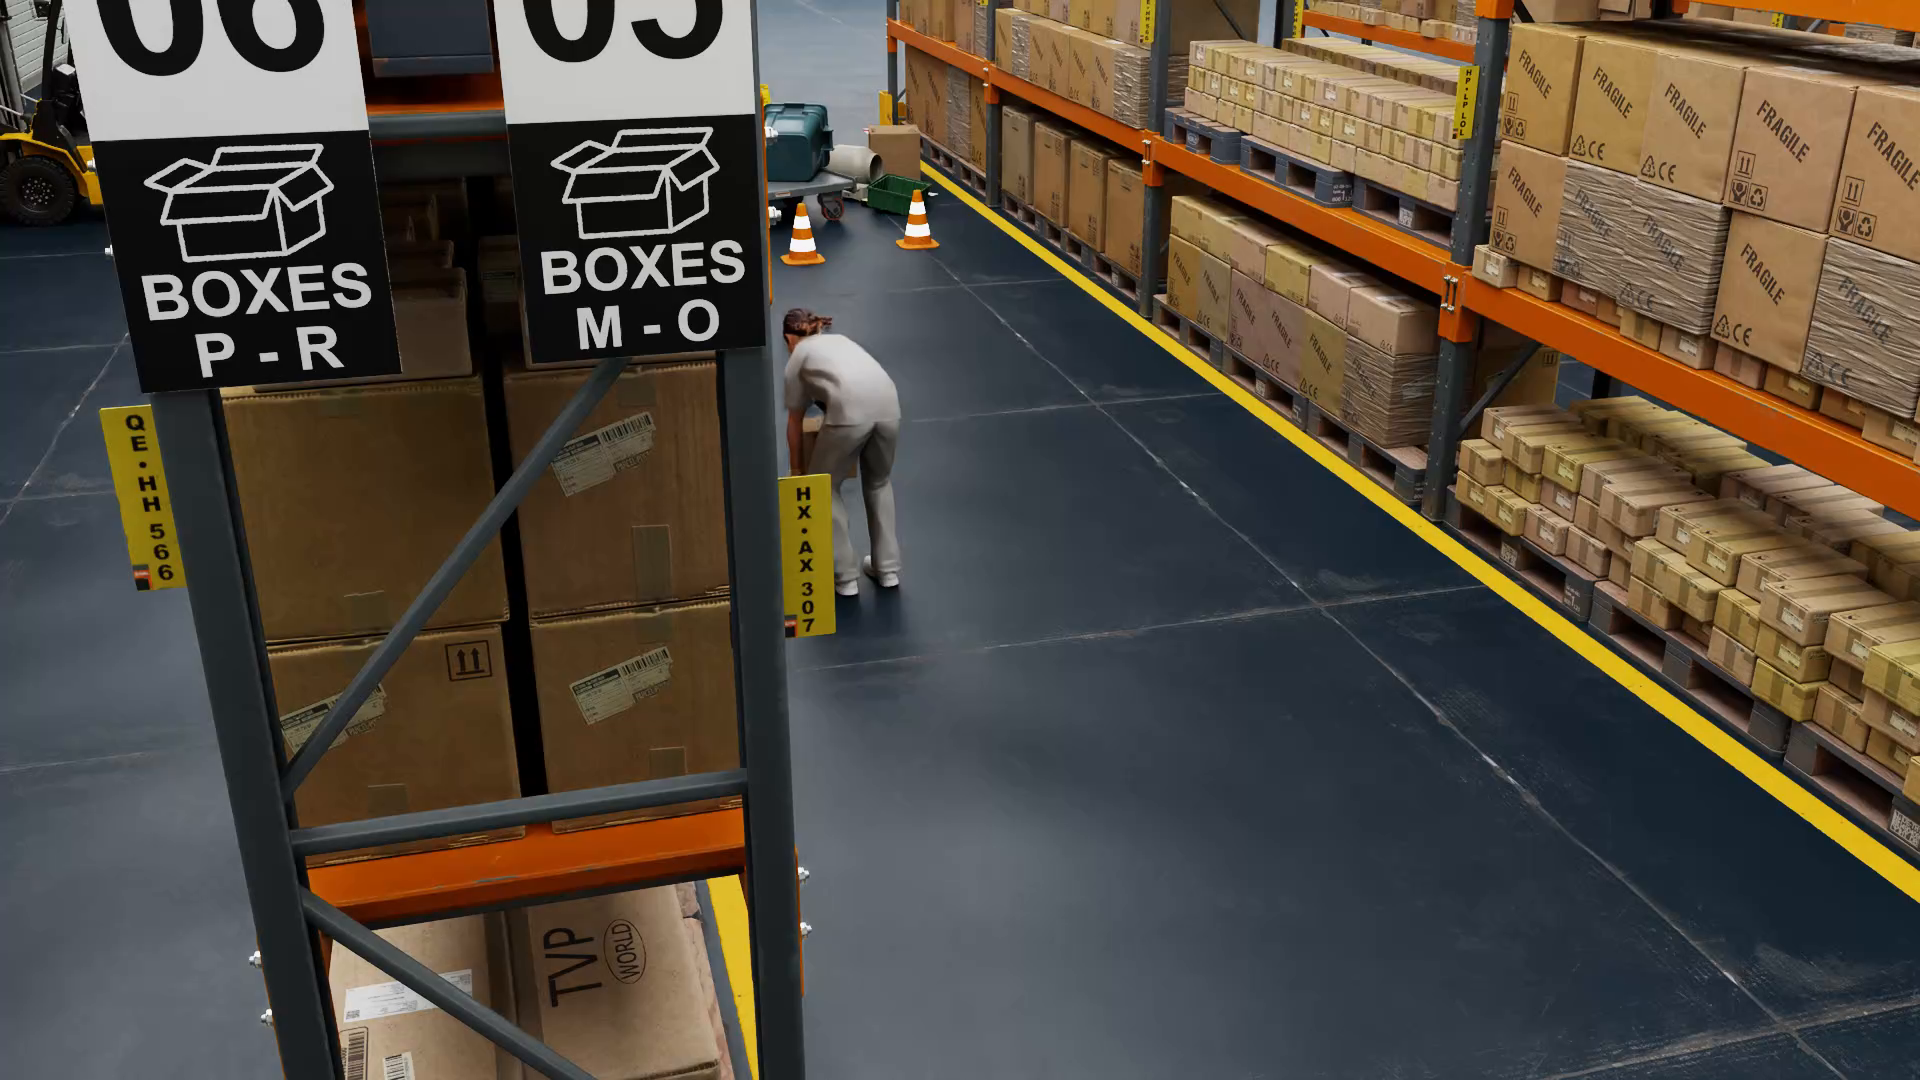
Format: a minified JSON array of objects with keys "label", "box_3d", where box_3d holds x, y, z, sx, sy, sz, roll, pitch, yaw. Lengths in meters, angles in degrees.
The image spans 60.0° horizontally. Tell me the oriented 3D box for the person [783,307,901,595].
[{"label":"person","box_3d":[-0.580,-0.427,7.713,0.417,1.202,0.853,-13,26,-28]}]
